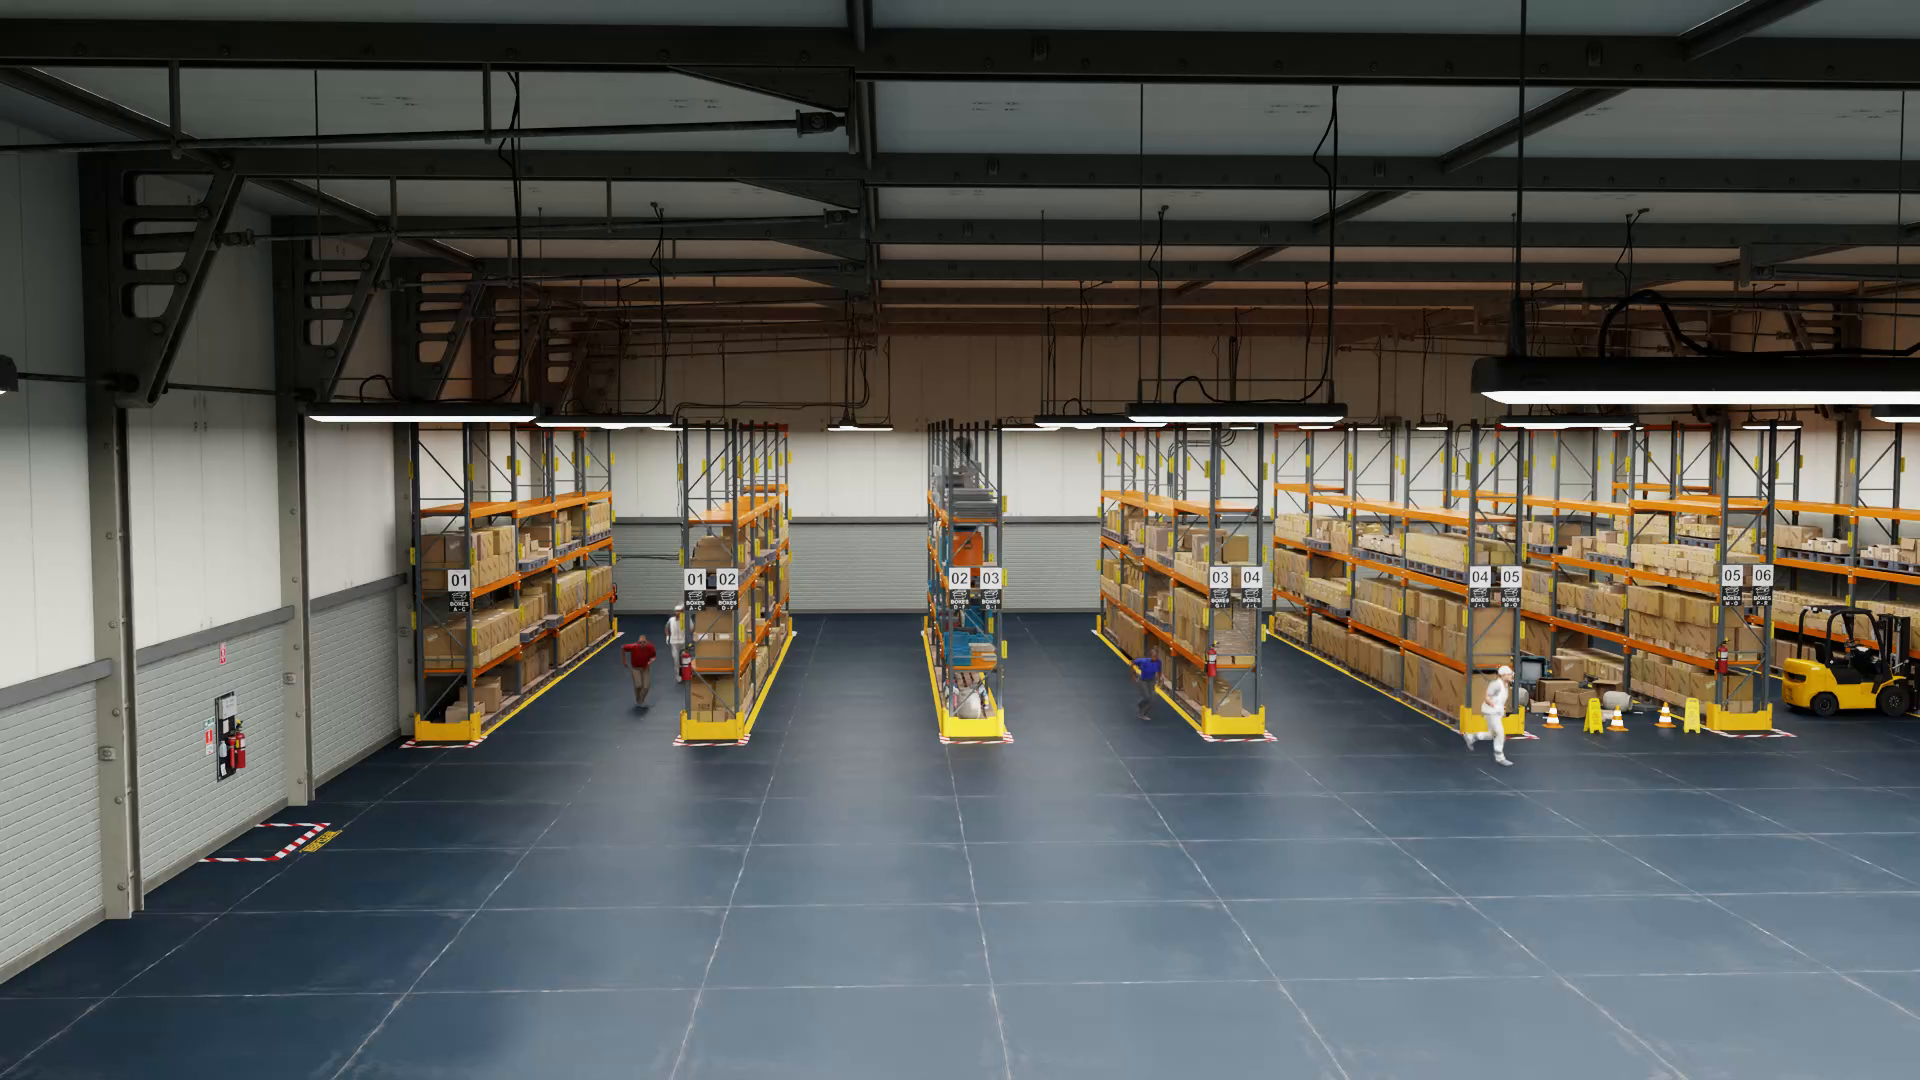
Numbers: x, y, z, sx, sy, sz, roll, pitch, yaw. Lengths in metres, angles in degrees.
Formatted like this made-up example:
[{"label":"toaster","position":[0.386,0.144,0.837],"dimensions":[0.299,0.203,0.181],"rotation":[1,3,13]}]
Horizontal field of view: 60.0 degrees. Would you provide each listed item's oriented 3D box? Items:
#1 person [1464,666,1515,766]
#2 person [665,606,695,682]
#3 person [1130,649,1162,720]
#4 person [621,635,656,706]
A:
[{"label":"person","position":[9.184,3.022,28.875],"dimensions":[0.870,1.732,0.632],"rotation":[3,5,43]},{"label":"person","position":[-6.474,2.384,38.407],"dimensions":[0.688,1.755,0.802],"rotation":[0,4,-4]},{"label":"person","position":[3.704,2.877,33.035],"dimensions":[0.597,1.480,0.783],"rotation":[-1,4,-21]},{"label":"person","position":[-6.683,2.734,34.626],"dimensions":[0.694,1.551,0.882],"rotation":[-1,4,-19]}]
